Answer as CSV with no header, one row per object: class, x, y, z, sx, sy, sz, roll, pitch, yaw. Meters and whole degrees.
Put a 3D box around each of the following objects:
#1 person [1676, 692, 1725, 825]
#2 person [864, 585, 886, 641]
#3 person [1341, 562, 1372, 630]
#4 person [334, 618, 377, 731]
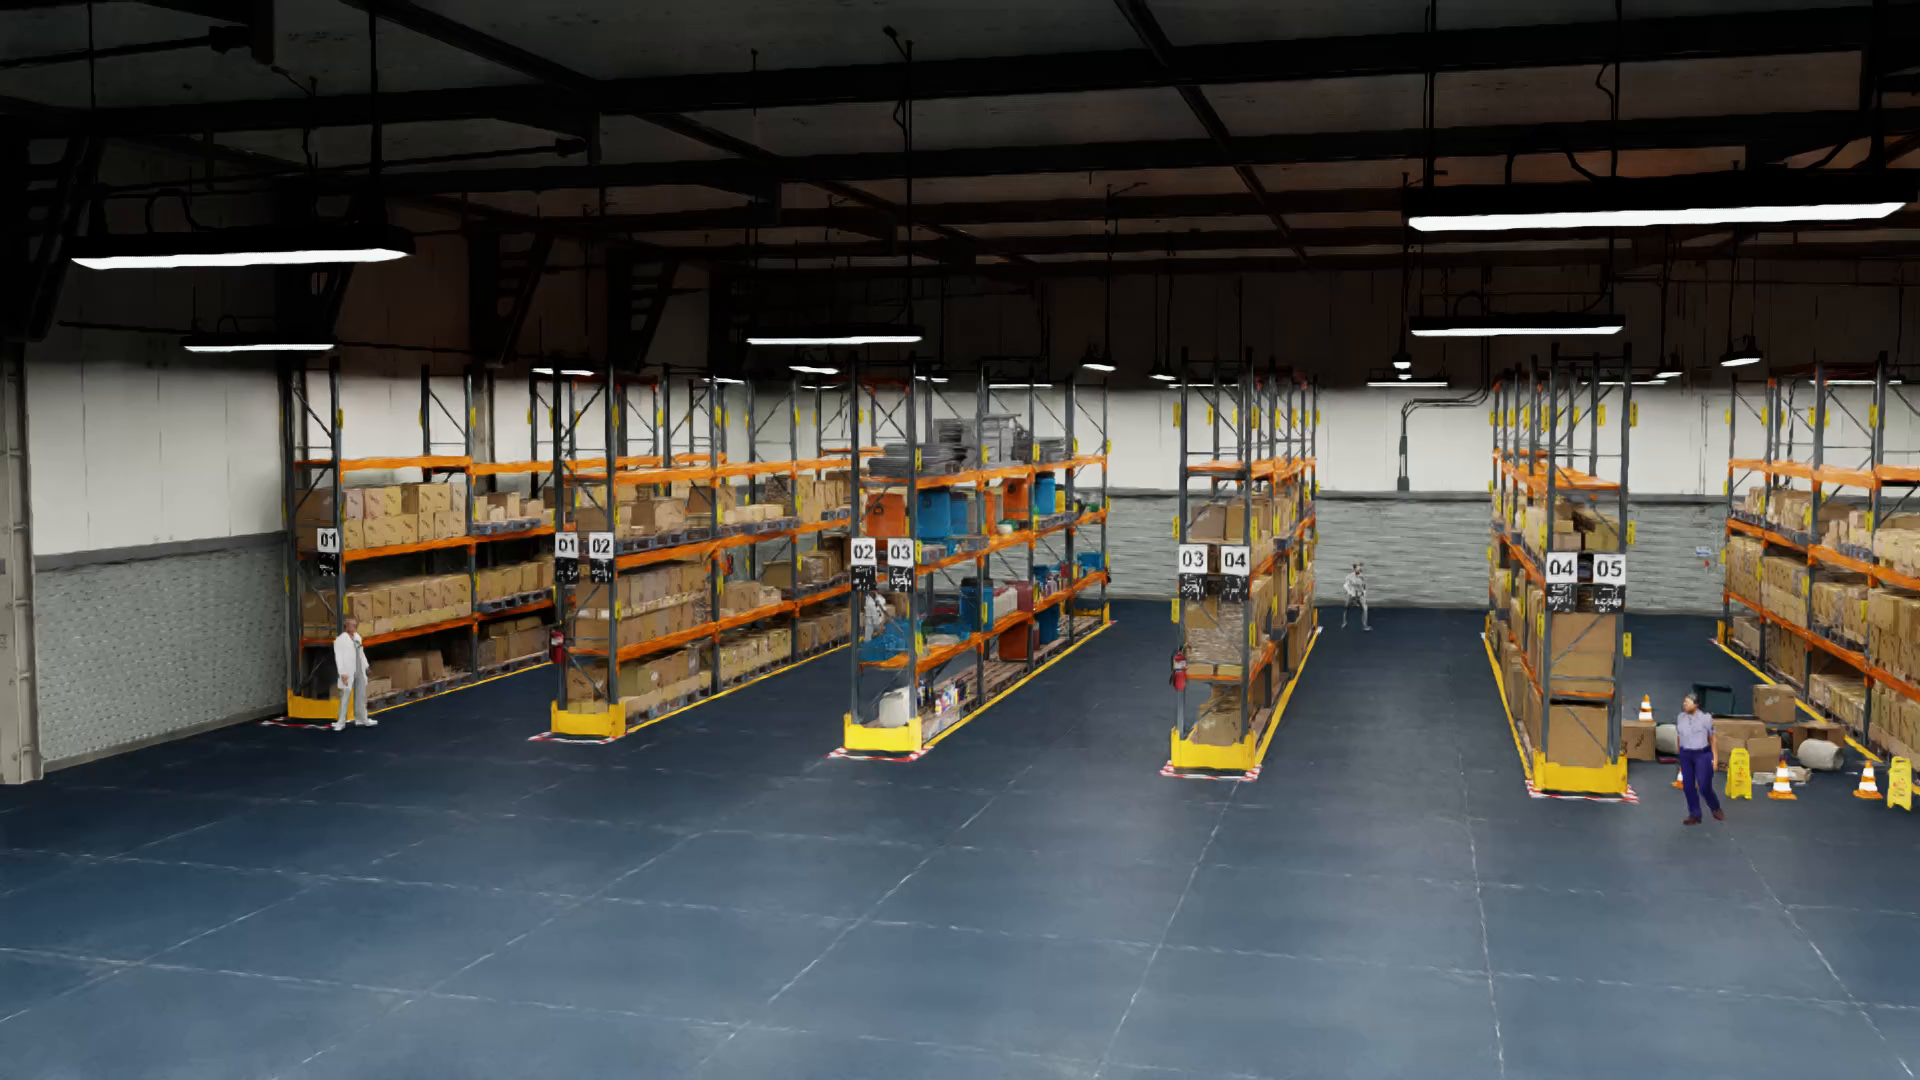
person,9.127,2.684,20.507,0.522,1.640,0.558,-3,5,-37
person,-1.728,1.689,34.154,0.493,1.606,1.001,1,4,14
person,9.352,1.307,39.292,0.638,1.611,0.806,0,4,-3
person,-9.758,2.133,26.706,0.436,1.787,0.741,2,5,25
